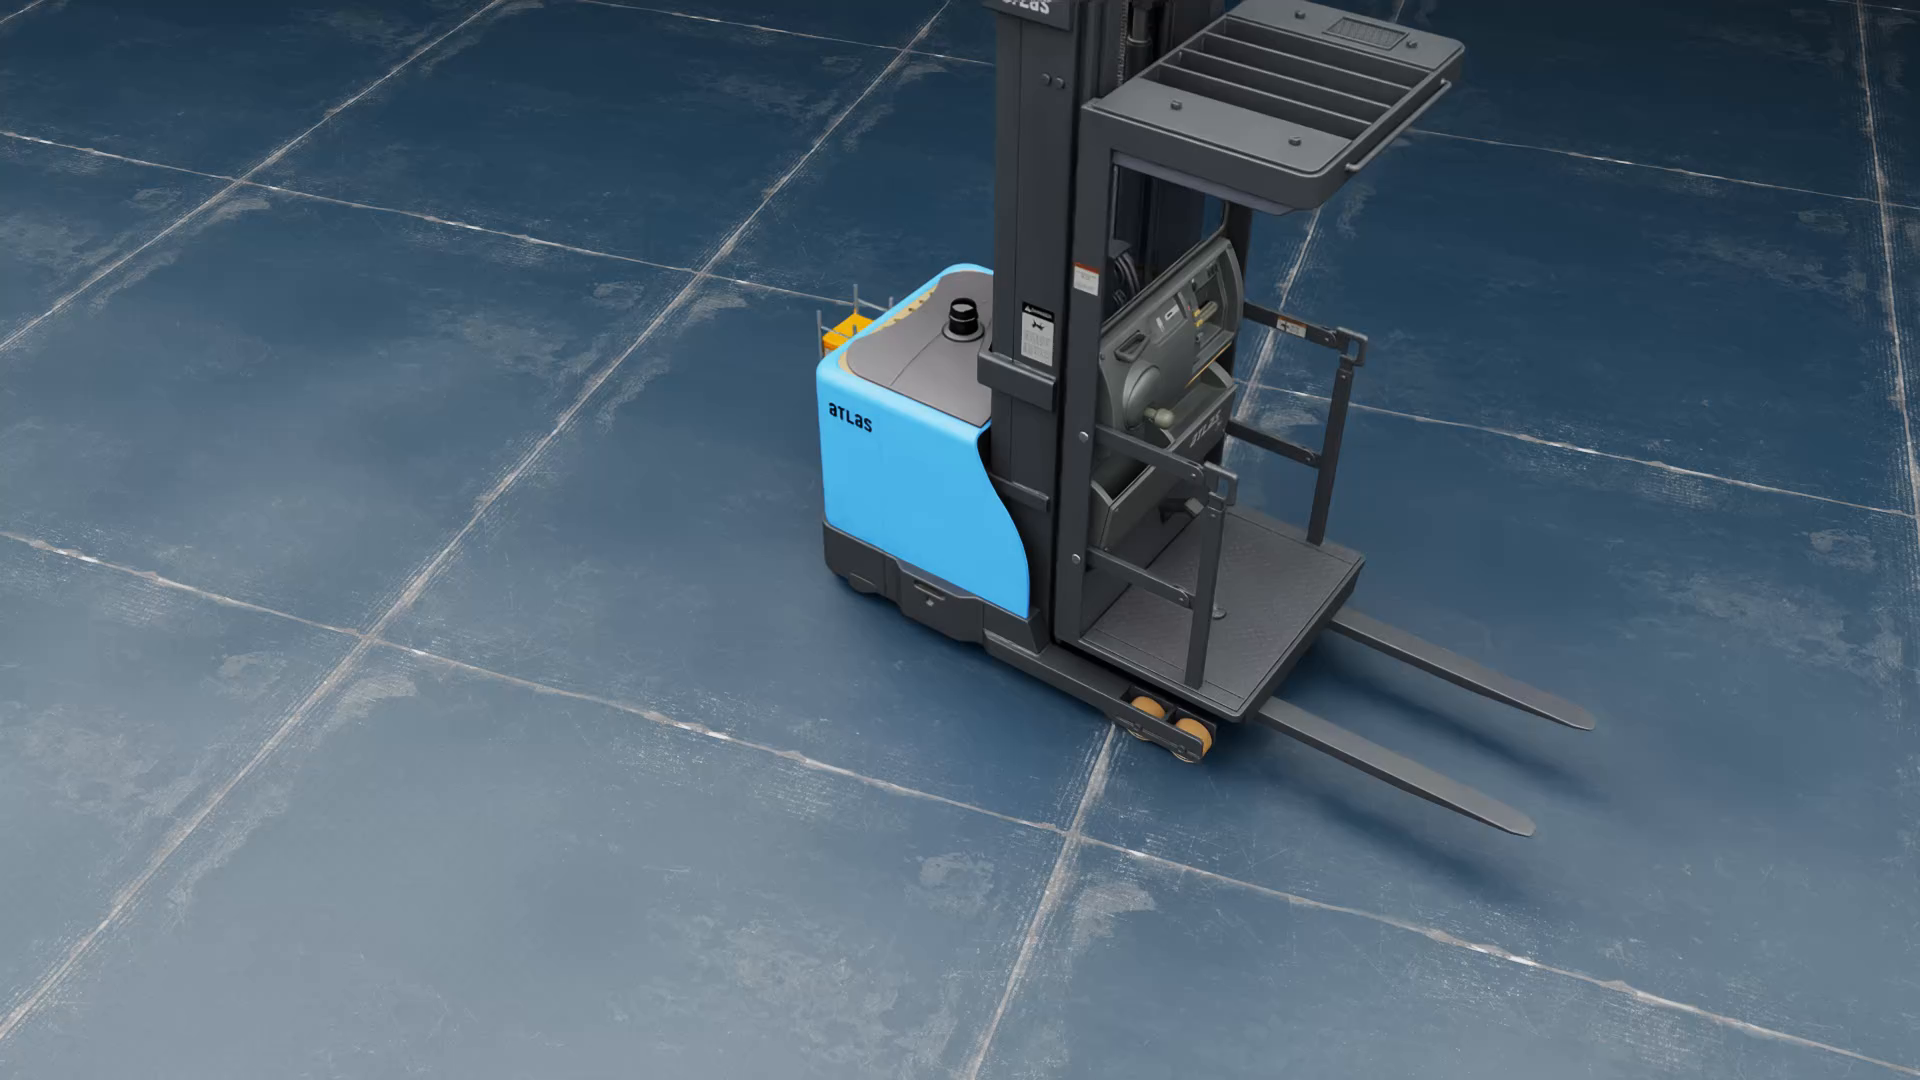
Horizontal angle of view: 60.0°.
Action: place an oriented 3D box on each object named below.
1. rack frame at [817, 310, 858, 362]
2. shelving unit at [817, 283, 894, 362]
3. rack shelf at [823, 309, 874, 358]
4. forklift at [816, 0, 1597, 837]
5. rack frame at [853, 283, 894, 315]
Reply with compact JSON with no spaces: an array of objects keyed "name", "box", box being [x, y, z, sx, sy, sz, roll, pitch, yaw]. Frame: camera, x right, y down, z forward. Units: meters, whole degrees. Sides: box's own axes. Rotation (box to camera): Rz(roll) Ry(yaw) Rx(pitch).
[{"name":"rack frame","box":[-0.495,-0.493,7.018,0.200,1.050,0.008,24,46,26]},{"name":"shelving unit","box":[-0.425,-0.558,7.095,0.215,1.050,0.252,24,46,26]},{"name":"rack shelf","box":[-0.425,-0.766,6.917,0.215,0.259,0.240,24,46,26]},{"name":"forklift","box":[0.923,-0.673,5.780,3.031,2.935,1.130,25,46,26]},{"name":"rack frame","box":[-0.356,-0.623,7.171,0.200,1.050,0.008,24,46,26]}]
